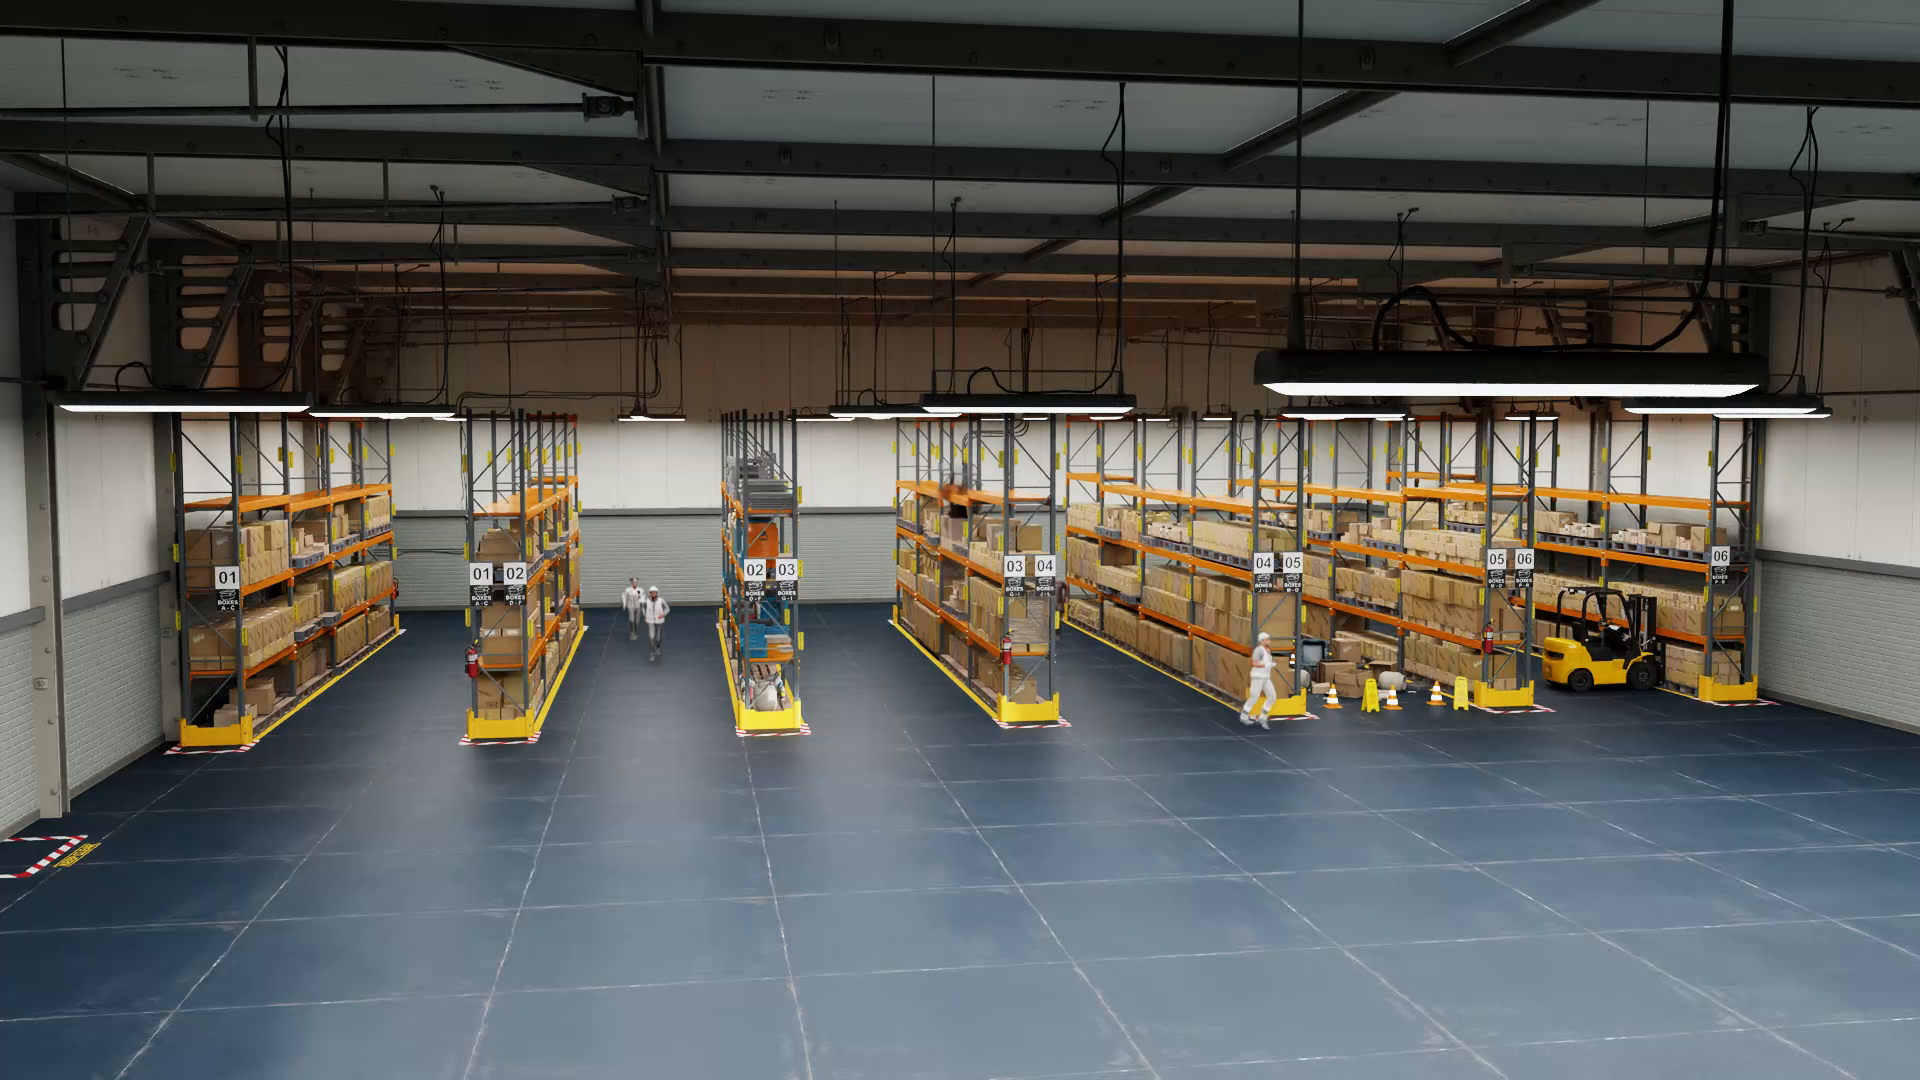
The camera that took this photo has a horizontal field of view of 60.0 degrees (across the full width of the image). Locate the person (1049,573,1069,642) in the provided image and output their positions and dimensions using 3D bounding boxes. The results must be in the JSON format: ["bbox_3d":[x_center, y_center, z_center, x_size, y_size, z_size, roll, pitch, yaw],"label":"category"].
[{"bbox_3d":[2.526,1.766,44.094,0.731,1.837,0.987,0,4,-1],"label":"person"}]

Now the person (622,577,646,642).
[{"bbox_3d":[-8.586,1.828,43.843,0.575,1.717,0.787,-1,4,-19],"label":"person"}]

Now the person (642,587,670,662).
[{"bbox_3d":[-7.398,2.028,40.464,0.675,1.825,0.774,0,4,-6],"label":"person"}]

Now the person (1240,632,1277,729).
[{"bbox_3d":[5.708,2.656,31.410,0.727,1.828,0.652,3,5,41],"label":"person"}]
